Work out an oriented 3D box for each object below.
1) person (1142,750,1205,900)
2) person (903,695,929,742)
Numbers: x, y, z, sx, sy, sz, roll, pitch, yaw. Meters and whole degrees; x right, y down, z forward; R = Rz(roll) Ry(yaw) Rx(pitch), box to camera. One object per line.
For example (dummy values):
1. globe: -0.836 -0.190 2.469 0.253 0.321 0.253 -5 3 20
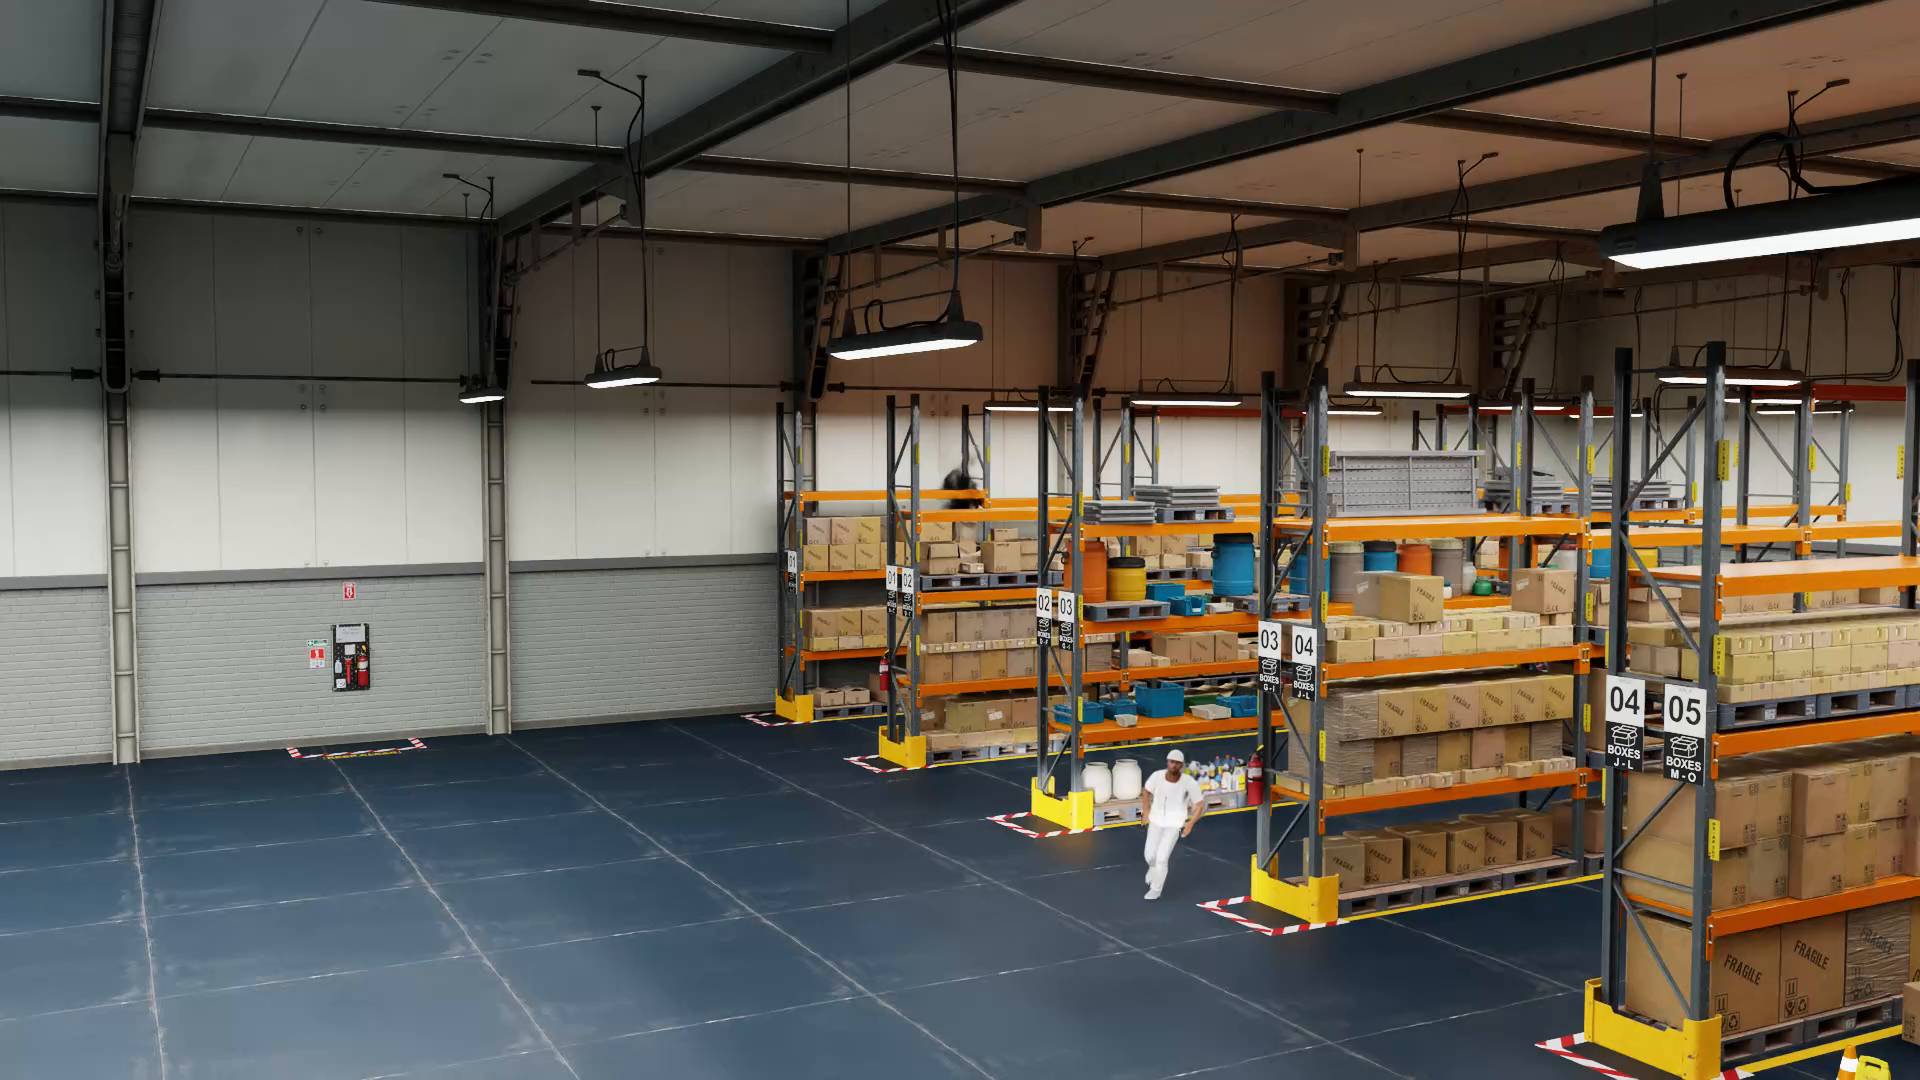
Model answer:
1. person: 2.431 3.233 19.035 0.753 1.712 0.611 1 4 23
2. person: -0.653 2.682 29.249 0.817 1.677 0.599 -2 4 -33
